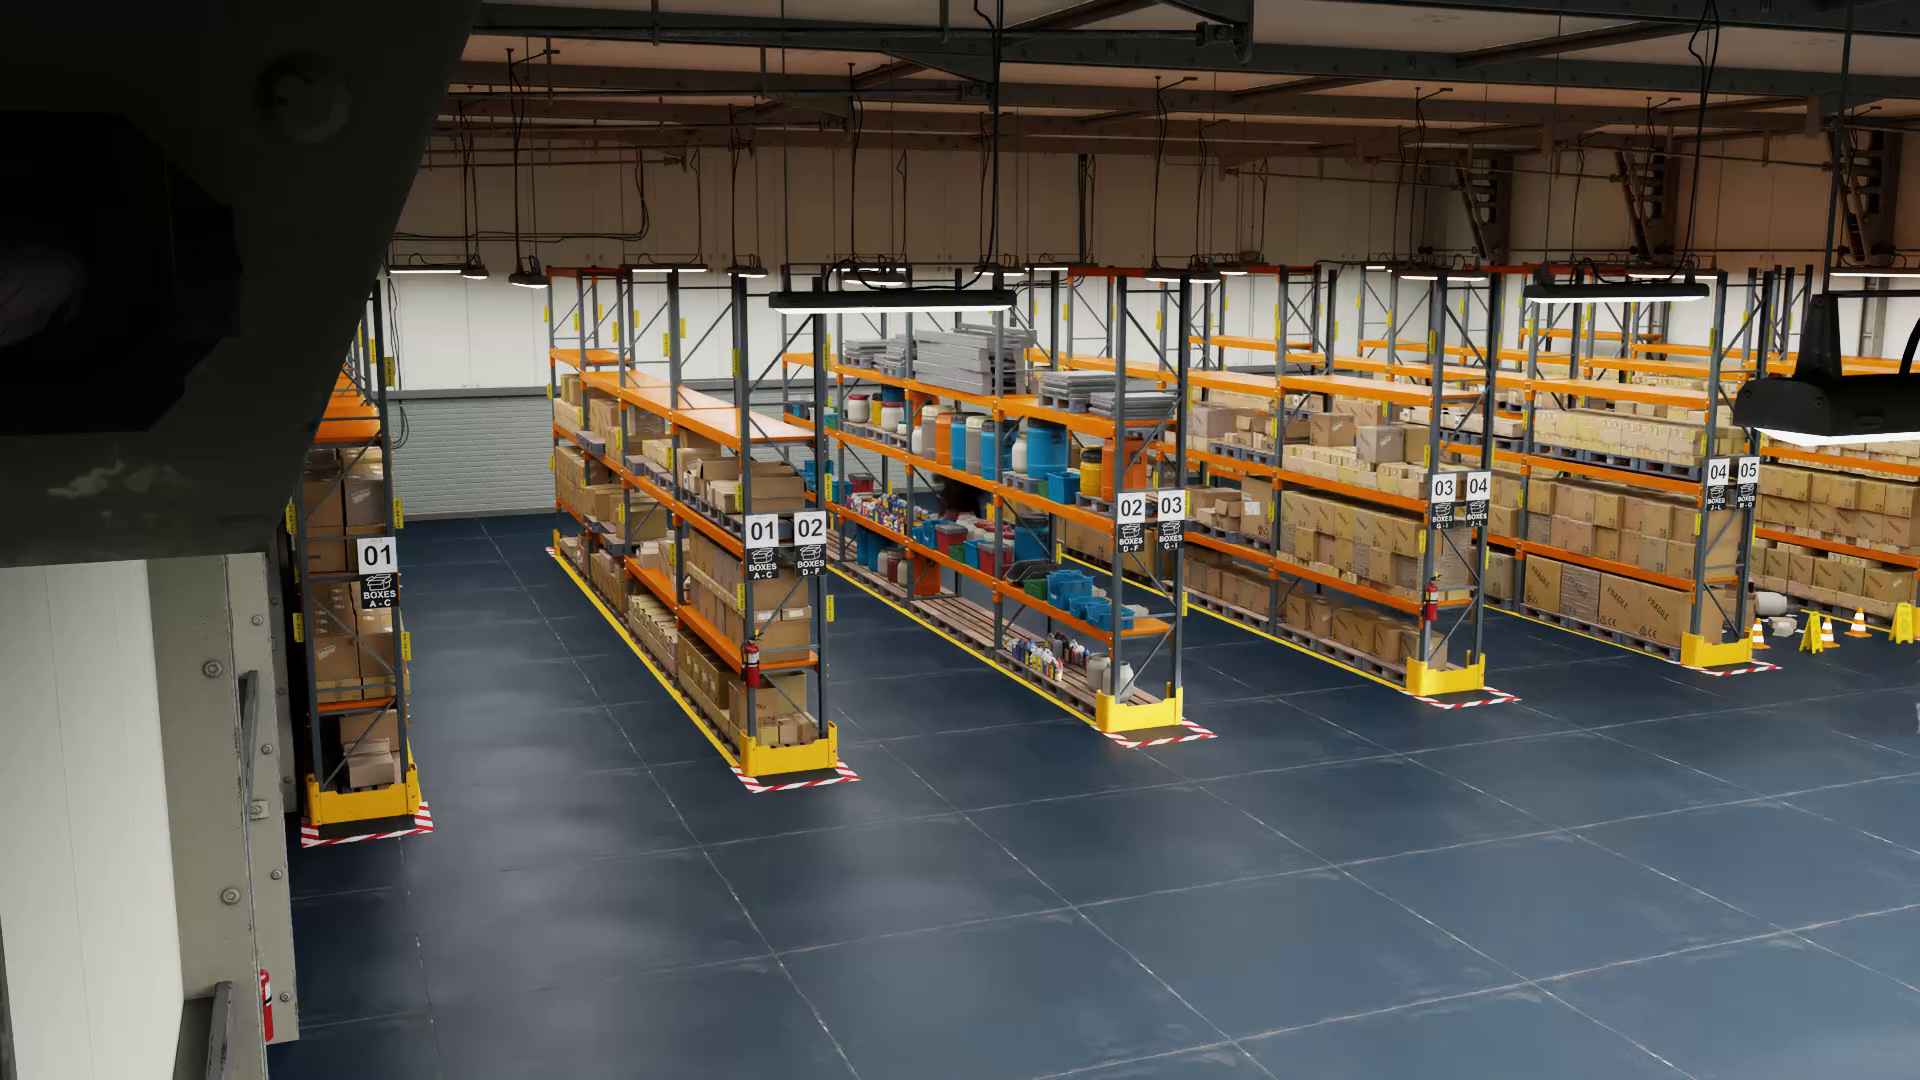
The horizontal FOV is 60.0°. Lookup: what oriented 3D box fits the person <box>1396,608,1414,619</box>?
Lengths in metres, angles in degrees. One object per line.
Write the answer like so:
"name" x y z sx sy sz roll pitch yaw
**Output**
"person" 7.881 0.579 28.980 0.560 1.620 0.722 -6 12 -32
